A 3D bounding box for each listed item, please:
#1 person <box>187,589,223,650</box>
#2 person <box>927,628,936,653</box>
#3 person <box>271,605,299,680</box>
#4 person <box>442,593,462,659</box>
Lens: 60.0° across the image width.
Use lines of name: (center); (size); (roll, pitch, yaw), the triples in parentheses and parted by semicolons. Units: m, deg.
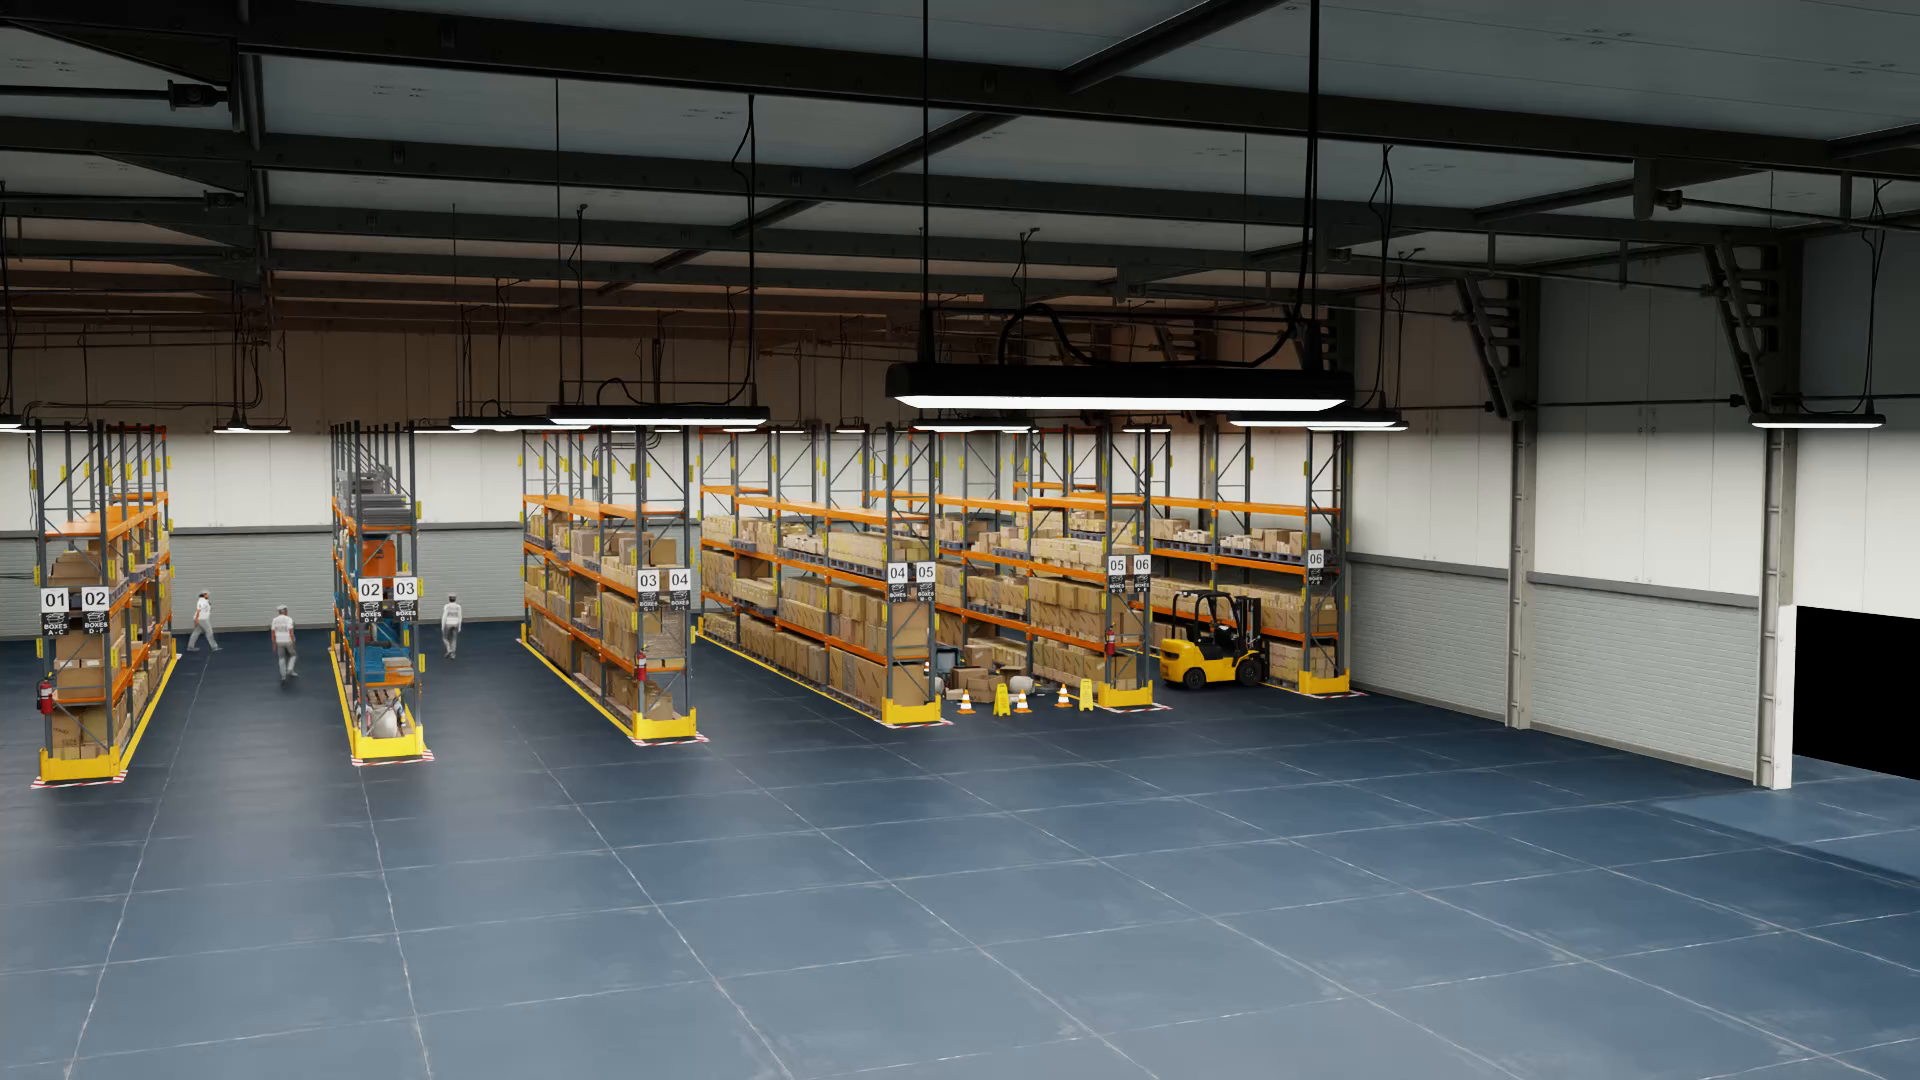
person: (-20.155, 2.133, 44.344); (0.844, 1.633, 0.486); (-2, 4, -32)
person: (-0.907, 2.242, 40.942); (0.600, 1.680, 0.583); (-1, 4, -11)
person: (-15.821, 2.398, 38.965); (0.599, 1.740, 0.551); (-1, 4, -14)
person: (-13.029, 2.216, 42.659); (0.520, 1.672, 0.437); (-2, 4, -30)
